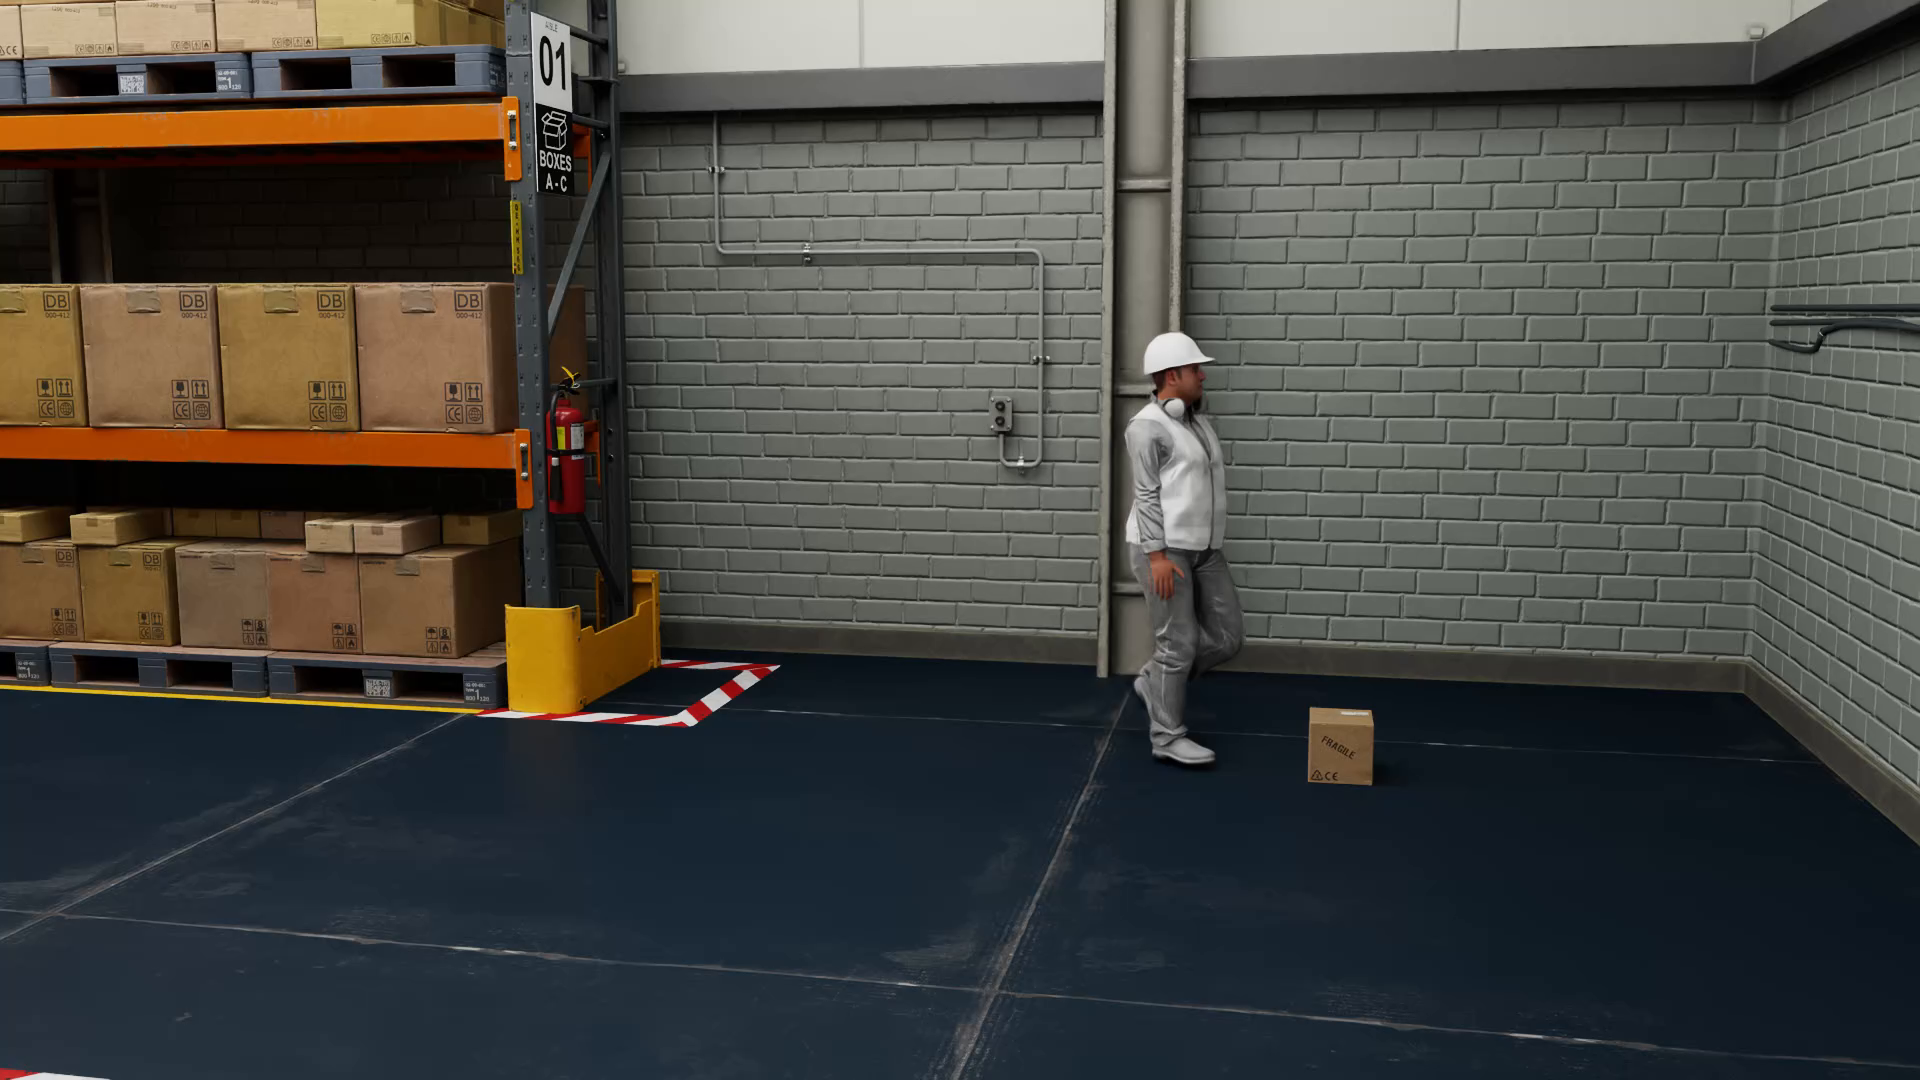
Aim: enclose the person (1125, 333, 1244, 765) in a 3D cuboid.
[{"bbox_3d":[0.889,0.027,6.915,0.526,1.764,0.552,7,10,41],"label":"person"}]
